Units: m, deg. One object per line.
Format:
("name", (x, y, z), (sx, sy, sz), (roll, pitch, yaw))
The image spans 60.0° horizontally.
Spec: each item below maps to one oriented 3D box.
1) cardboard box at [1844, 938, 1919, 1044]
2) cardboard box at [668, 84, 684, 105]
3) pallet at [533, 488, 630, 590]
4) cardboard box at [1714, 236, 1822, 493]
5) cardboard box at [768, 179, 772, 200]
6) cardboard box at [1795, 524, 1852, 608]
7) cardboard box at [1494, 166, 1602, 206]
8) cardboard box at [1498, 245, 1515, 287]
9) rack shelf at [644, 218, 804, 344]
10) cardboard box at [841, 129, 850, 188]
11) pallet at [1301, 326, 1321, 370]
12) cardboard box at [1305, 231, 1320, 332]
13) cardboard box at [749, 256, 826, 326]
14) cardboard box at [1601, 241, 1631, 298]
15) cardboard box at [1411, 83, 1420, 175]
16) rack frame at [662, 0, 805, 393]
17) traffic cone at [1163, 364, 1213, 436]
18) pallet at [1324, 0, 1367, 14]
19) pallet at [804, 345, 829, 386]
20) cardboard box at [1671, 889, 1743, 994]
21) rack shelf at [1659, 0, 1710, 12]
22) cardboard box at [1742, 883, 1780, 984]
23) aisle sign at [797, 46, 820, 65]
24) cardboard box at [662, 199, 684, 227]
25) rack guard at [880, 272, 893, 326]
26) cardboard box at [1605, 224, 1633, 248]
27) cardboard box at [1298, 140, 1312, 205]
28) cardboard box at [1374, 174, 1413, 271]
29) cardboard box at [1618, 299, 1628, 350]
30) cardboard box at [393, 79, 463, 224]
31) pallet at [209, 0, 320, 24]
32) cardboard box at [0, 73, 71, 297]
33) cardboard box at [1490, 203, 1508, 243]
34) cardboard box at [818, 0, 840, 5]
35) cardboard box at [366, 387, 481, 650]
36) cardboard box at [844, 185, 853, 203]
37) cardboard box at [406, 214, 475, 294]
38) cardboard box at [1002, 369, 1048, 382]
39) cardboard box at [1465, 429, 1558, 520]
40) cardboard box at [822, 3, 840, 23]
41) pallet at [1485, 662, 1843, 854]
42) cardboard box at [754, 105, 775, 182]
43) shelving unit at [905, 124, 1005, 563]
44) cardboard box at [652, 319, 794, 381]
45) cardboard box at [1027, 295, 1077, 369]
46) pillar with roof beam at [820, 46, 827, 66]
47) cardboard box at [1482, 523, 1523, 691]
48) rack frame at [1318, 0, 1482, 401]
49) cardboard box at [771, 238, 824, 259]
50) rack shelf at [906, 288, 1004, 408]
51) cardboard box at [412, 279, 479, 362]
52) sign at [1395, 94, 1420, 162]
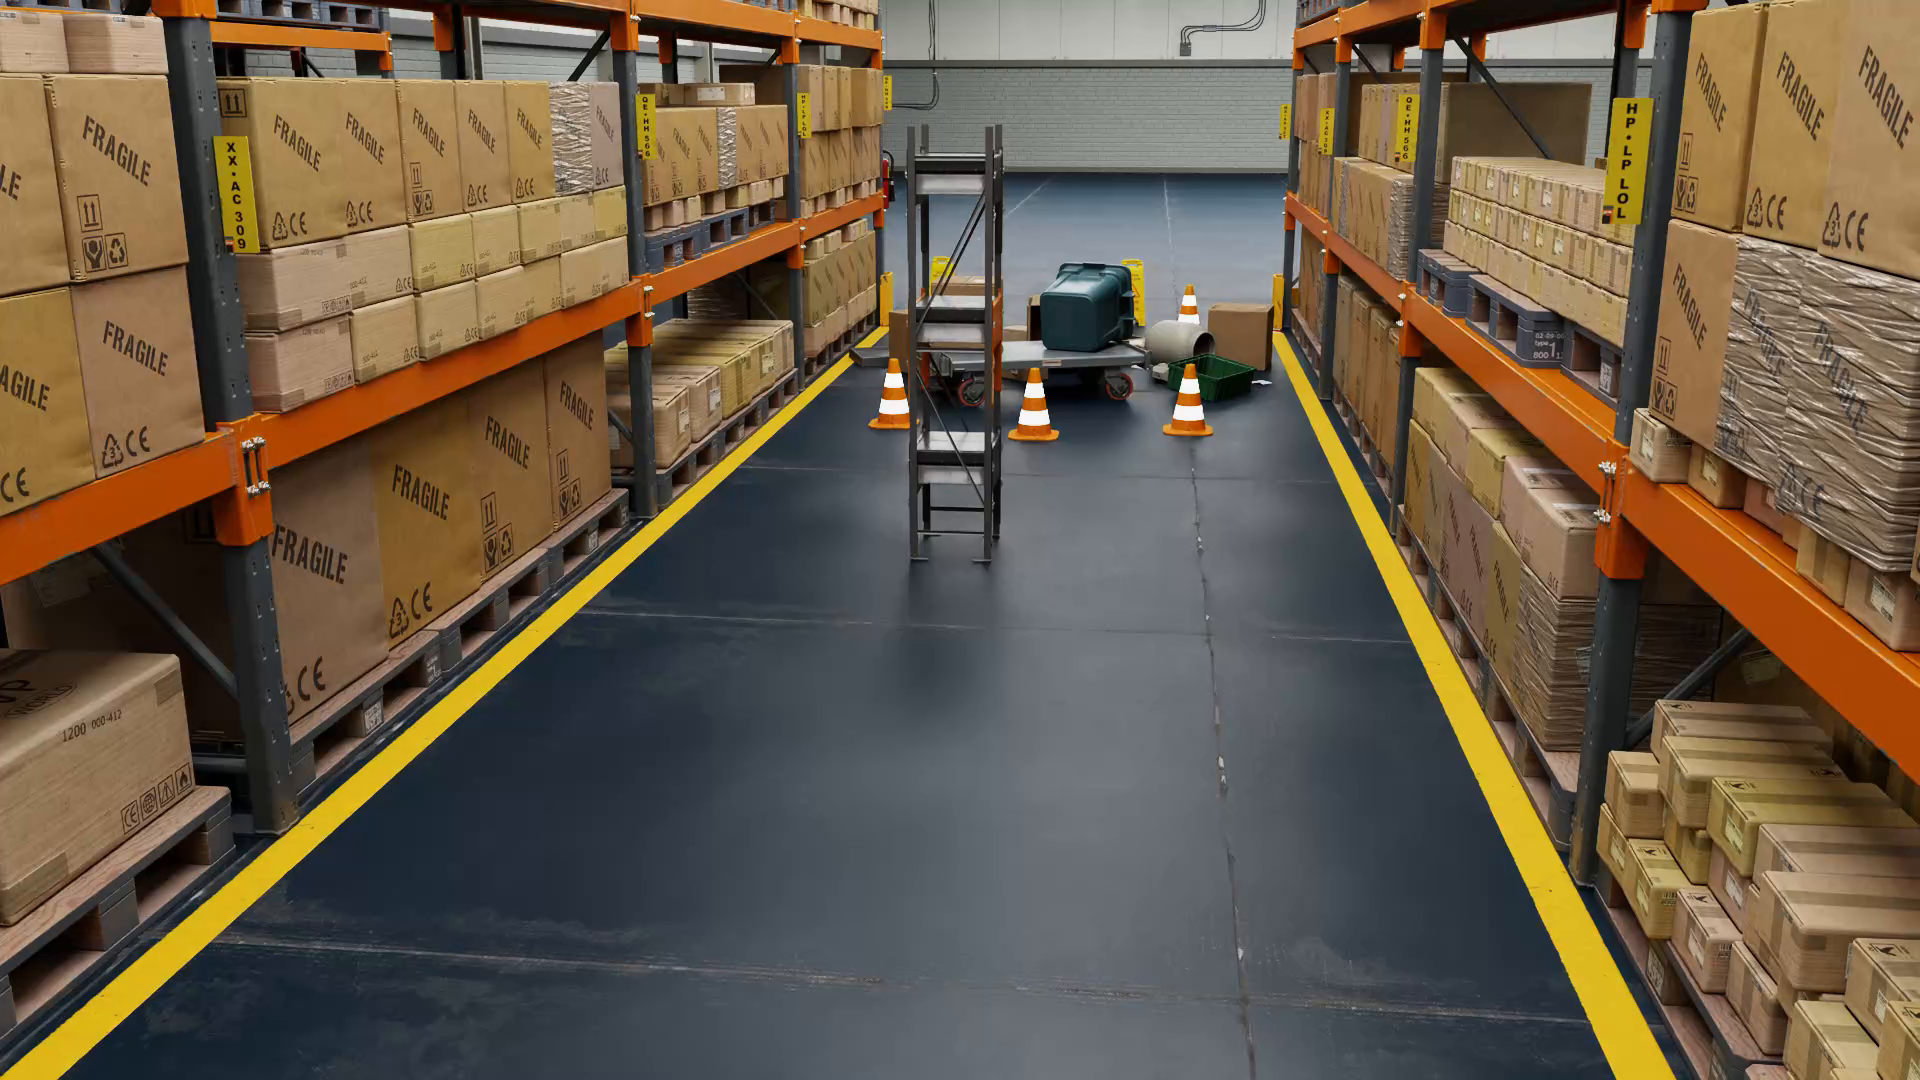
("cardboard box", (1.934, 0.886, 3.154), (0.380, 0.149, 0.250), (1, 15, 4))
("cardboard box", (-2.118, -3.215, 11.998), (0.380, 0.149, 0.250), (2, 15, 6))
("pallet", (-2.328, -0.033, 8.381), (1.003, 0.211, 1.213), (2, 15, 6))
("cardboard box", (1.959, -0.367, 3.512), (0.500, 0.500, 0.500), (2, 15, 6))
("cardboard box", (-1.544, -2.491, 11.805), (0.380, 0.149, 0.250), (1, 15, 5))
("cardboard box", (1.894, 0.034, 3.271), (0.380, 0.149, 0.250), (2, 15, 7))
("cardboard box", (2.402, -1.445, 6.795), (0.380, 0.149, 0.250), (2, 15, 9))
("cardboard box", (2.367, -1.090, 6.622), (0.380, 0.149, 0.250), (2, 15, 7))
("rack shelf", (-1.939, -1.753, 10.778), (1.077, 0.370, 4.000), (2, 15, 6))
("cardboard box", (-1.246, -3.309, 14.393), (0.500, 0.500, 0.500), (2, 15, 7))
("pallet", (3.515, -1.666, 14.418), (1.003, 0.211, 1.213), (2, 15, 6))
("cardboard box", (3.560, -2.308, 14.717), (0.875, 0.875, 0.875), (1, 15, 5))
("cardboard box", (-1.378, -2.002, 13.345), (0.500, 0.500, 0.500), (2, 15, 9))
("cardboard box", (2.191, -0.827, 5.082), (0.380, 0.149, 0.250), (2, 15, 7))
("cardboard box", (2.882, -2.241, 9.094), (0.700, 0.500, 0.500), (1, 15, 5))
("rack frame", (-1.713, -2.619, 12.602), (1.000, 3.000, 0.127), (2, 15, 6))
("traffic cone", (1.565, -0.972, 11.369), (0.336, 0.463, 0.334), (2, 15, 6))
("pallet", (3.319, -4.117, 12.563), (1.003, 0.211, 1.213), (2, 15, 6))
("pallet", (-1.673, -1.448, 13.614), (1.003, 0.211, 1.213), (2, 15, 6))
("cardboard box", (1.947, 0.969, 3.990), (0.380, 0.149, 0.250), (2, 15, 6))
("rack shelf", (2.088, -1.007, 2.271), (1.077, 0.370, 4.000), (2, 15, 6))
("cardboard box", (1.991, 0.892, 3.703), (0.380, 0.149, 0.250), (1, 15, 3))
("aisle sign", (-1.563, -4.937, 16.193), (0.394, 0.787, 0.004), (2, 15, 6))
("cardboard box", (-1.801, -1.884, 9.560), (0.380, 0.149, 0.250), (1, 15, 3))
("rack guard", (-1.270, -2.430, 16.692), (1.175, 0.500, 0.348), (2, 15, 6))
("cardboard box", (2.195, -0.973, 5.051), (0.380, 0.149, 0.250), (1, 15, 5))
("cardboard box", (3.443, -3.227, 14.563), (0.875, 0.550, 0.550), (2, 15, 6))
("cardboard box", (2.607, -1.765, 9.250), (0.500, 0.500, 0.500), (2, 15, 6))
("cardboard box", (2.162, -0.615, 4.867), (0.380, 0.149, 0.250), (1, 15, 5))
("cardboard box", (-2.192, -1.444, 6.148), (0.500, 0.500, 0.500), (1, 15, 5))
("pallet", (-6.435, -4.707, 14.747), (1.003, 0.211, 1.213), (2, 15, 6))
("cardboard box", (-2.460, -0.813, 3.817), (0.500, 0.500, 0.500), (1, 15, 5))
("cardboard box", (2.399, -1.298, 6.823), (0.380, 0.149, 0.250), (2, 15, 6))
("cardboard box", (-1.273, -4.508, 13.558), (0.500, 0.250, 0.500), (2, 15, 7))
("cardboard box", (-2.531, -0.119, 6.622), (0.875, 0.875, 0.875), (2, 15, 8))
("cardboard box", (-1.166, -3.098, 14.855), (0.380, 0.149, 0.250), (2, 15, 6))
("cardboard box", (-2.172, -1.085, 6.259), (0.500, 0.250, 0.500), (2, 15, 7))
("cardboard box", (0.511, -1.448, 13.507), (0.258, 0.266, 0.396), (-10, 18, -32))
("cardboard box", (2.264, -0.254, 6.402), (0.500, 0.250, 0.500), (1, 15, 4))
("cardboard box", (-1.202, -4.351, 13.743), (0.380, 0.149, 0.250), (1, 15, 5))
("pallet", (2.400, 0.719, 5.597), (1.003, 0.211, 1.213), (2, 15, 6))
("cardboard box", (-1.592, -2.759, 11.552), (0.500, 0.500, 0.500), (2, 15, 7))
("shelving unit", (-0.019, -0.971, 8.229), (0.431, 2.100, 0.503), (2, 15, 6))
("cardboard box", (-1.770, -1.417, 12.387), (0.950, 0.372, 0.625), (2, 15, 7))
("cardboard box", (0.958, -1.744, 13.888), (0.797, 0.637, 0.503), (2, 15, 6))
("pillar with roof beam", (0.494, -14.198, 43.929), (9.100, 9.000, 0.400), (2, 15, 6))
("cardboard box", (2.205, 0.247, 5.987), (0.500, 0.500, 0.500), (1, 15, 5))
("rack frame", (3.217, -2.500, 12.160), (1.000, 3.000, 0.127), (2, 15, 6))
("cardboard box", (-1.305, -2.345, 13.373), (0.380, 0.149, 0.250), (2, 15, 7))
("rack shelf", (-0.019, -0.957, 8.233), (0.431, 0.518, 0.480), (2, 15, 6))
("cardboard box", (-2.173, -0.845, 6.328), (0.500, 0.250, 0.500), (2, 15, 6))
("sign", (2.213, -2.037, 8.229), (0.100, 0.325, 0.005), (2, 15, 6))
